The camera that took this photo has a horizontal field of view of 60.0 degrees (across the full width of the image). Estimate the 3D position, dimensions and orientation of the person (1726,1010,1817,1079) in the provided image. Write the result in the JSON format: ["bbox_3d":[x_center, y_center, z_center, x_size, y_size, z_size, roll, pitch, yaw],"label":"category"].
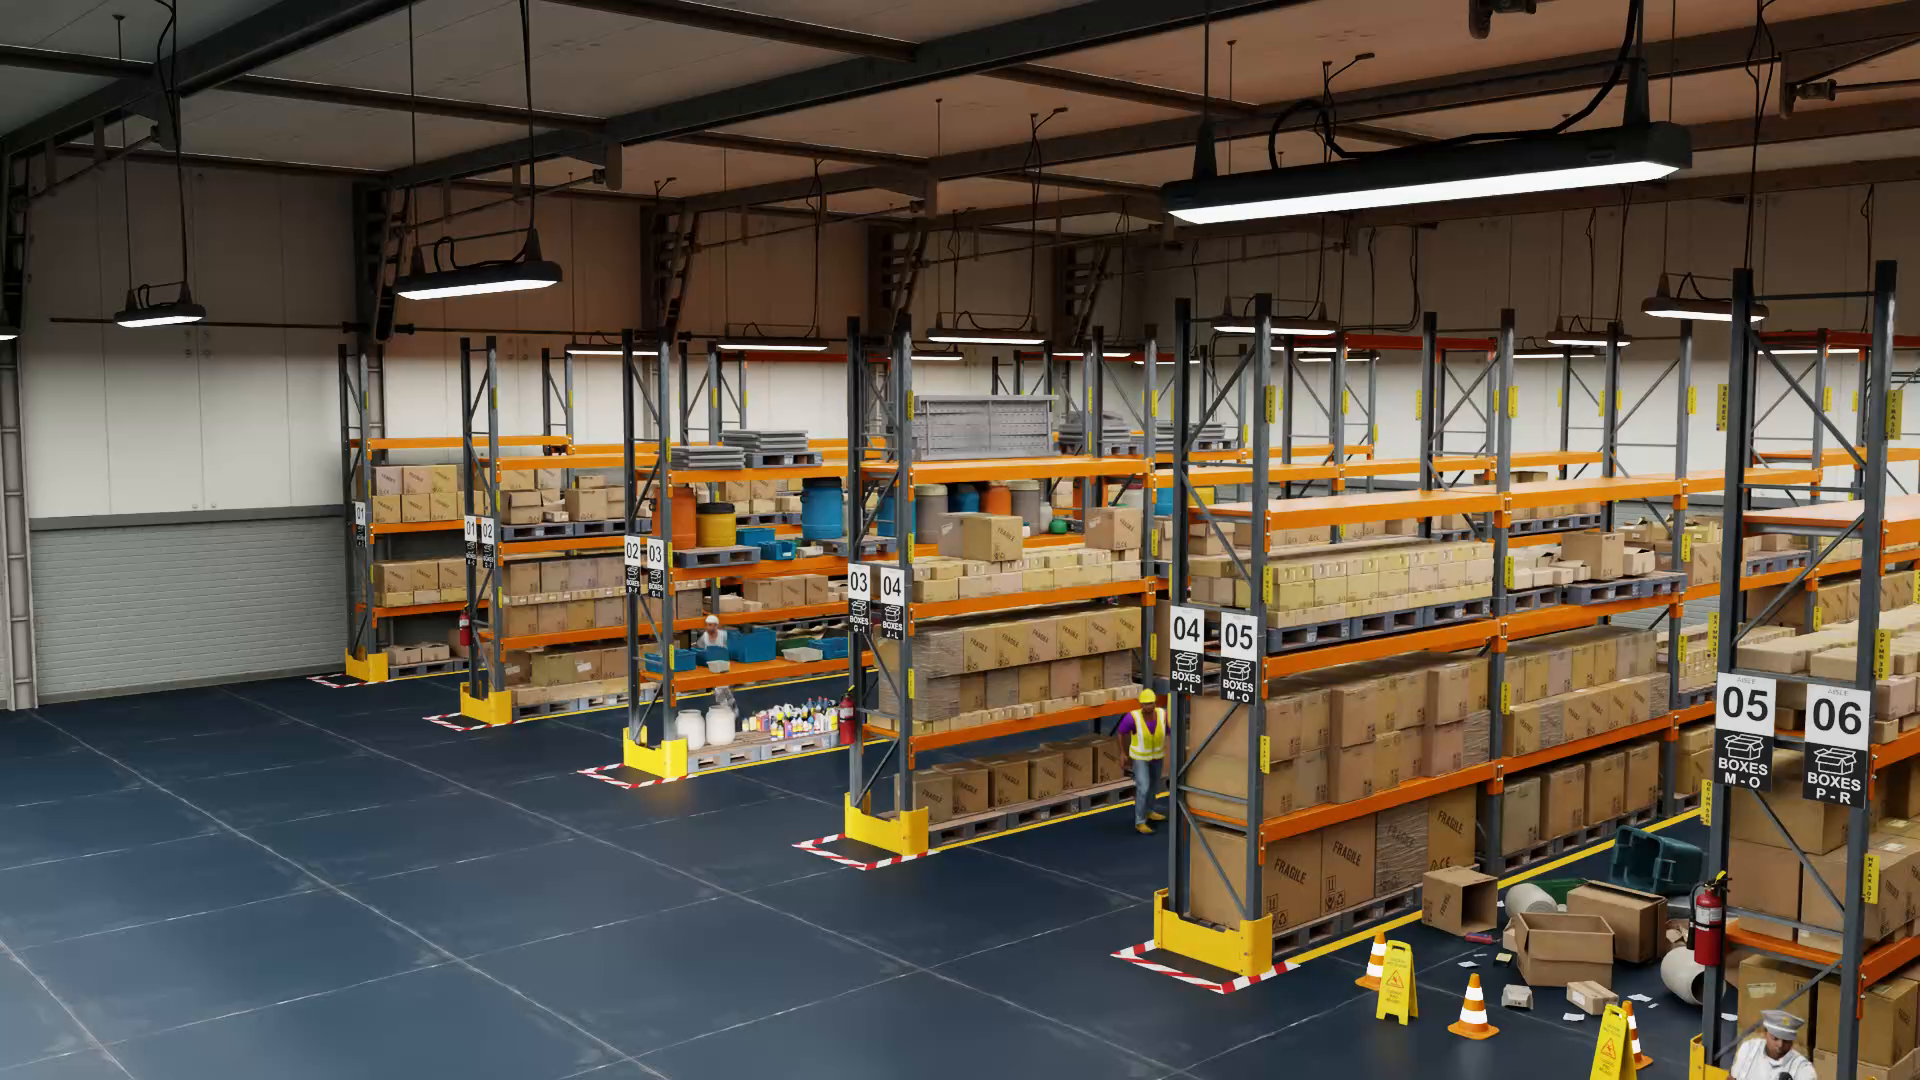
[{"bbox_3d":[4.774,3.478,9.824,0.646,1.617,0.667,4,7,39],"label":"person"}]

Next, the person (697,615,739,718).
[{"bbox_3d":[-3.688,2.009,25.689,0.687,1.735,0.977,3,6,29],"label":"person"}]

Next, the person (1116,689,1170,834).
[{"bbox_3d":[2.224,2.573,19.590,0.684,1.698,0.860,-2,6,-22],"label":"person"}]
